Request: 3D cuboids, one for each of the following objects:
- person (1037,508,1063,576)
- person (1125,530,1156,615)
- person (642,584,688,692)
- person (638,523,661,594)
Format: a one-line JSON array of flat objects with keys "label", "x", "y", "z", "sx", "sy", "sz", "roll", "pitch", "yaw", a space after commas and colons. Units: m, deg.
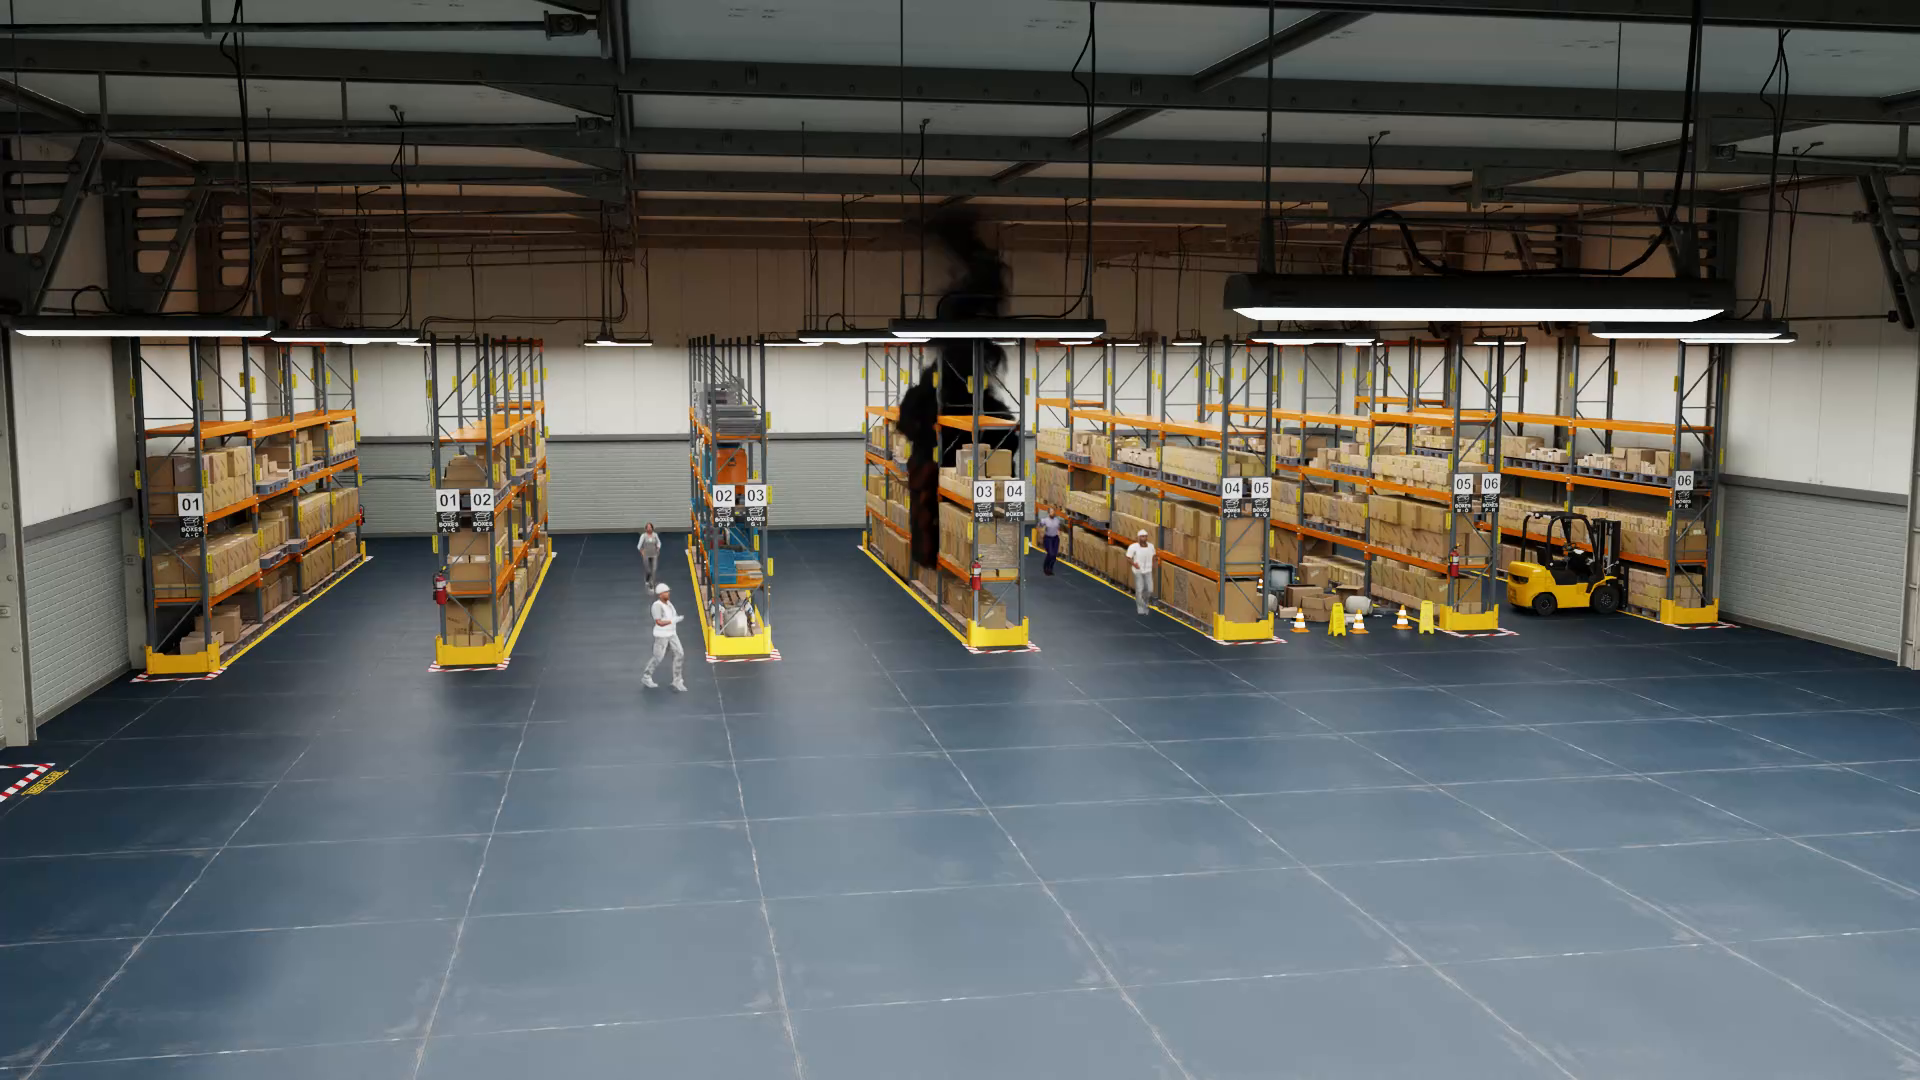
[{"label": "person", "x": 2.211, "y": 0.048, "z": 40.088, "sx": 0.592, "sy": 1.647, "sz": 0.583, "roll": -2, "pitch": 7, "yaw": -21}, {"label": "person", "x": 3.749, "y": 0.676, "z": 34.102, "sx": 0.700, "sy": 1.776, "sz": 0.576, "roll": -1, "pitch": 7, "yaw": -11}, {"label": "person", "x": -4.959, "y": 1.634, "z": 27.871, "sx": 0.798, "sy": 1.822, "sz": 0.664, "roll": 2, "pitch": 7, "yaw": 20}, {"label": "person", "x": -6.936, "y": 0.401, "z": 37.239, "sx": 0.536, "sy": 1.585, "sz": 0.583, "roll": -2, "pitch": 7, "yaw": -20}]
